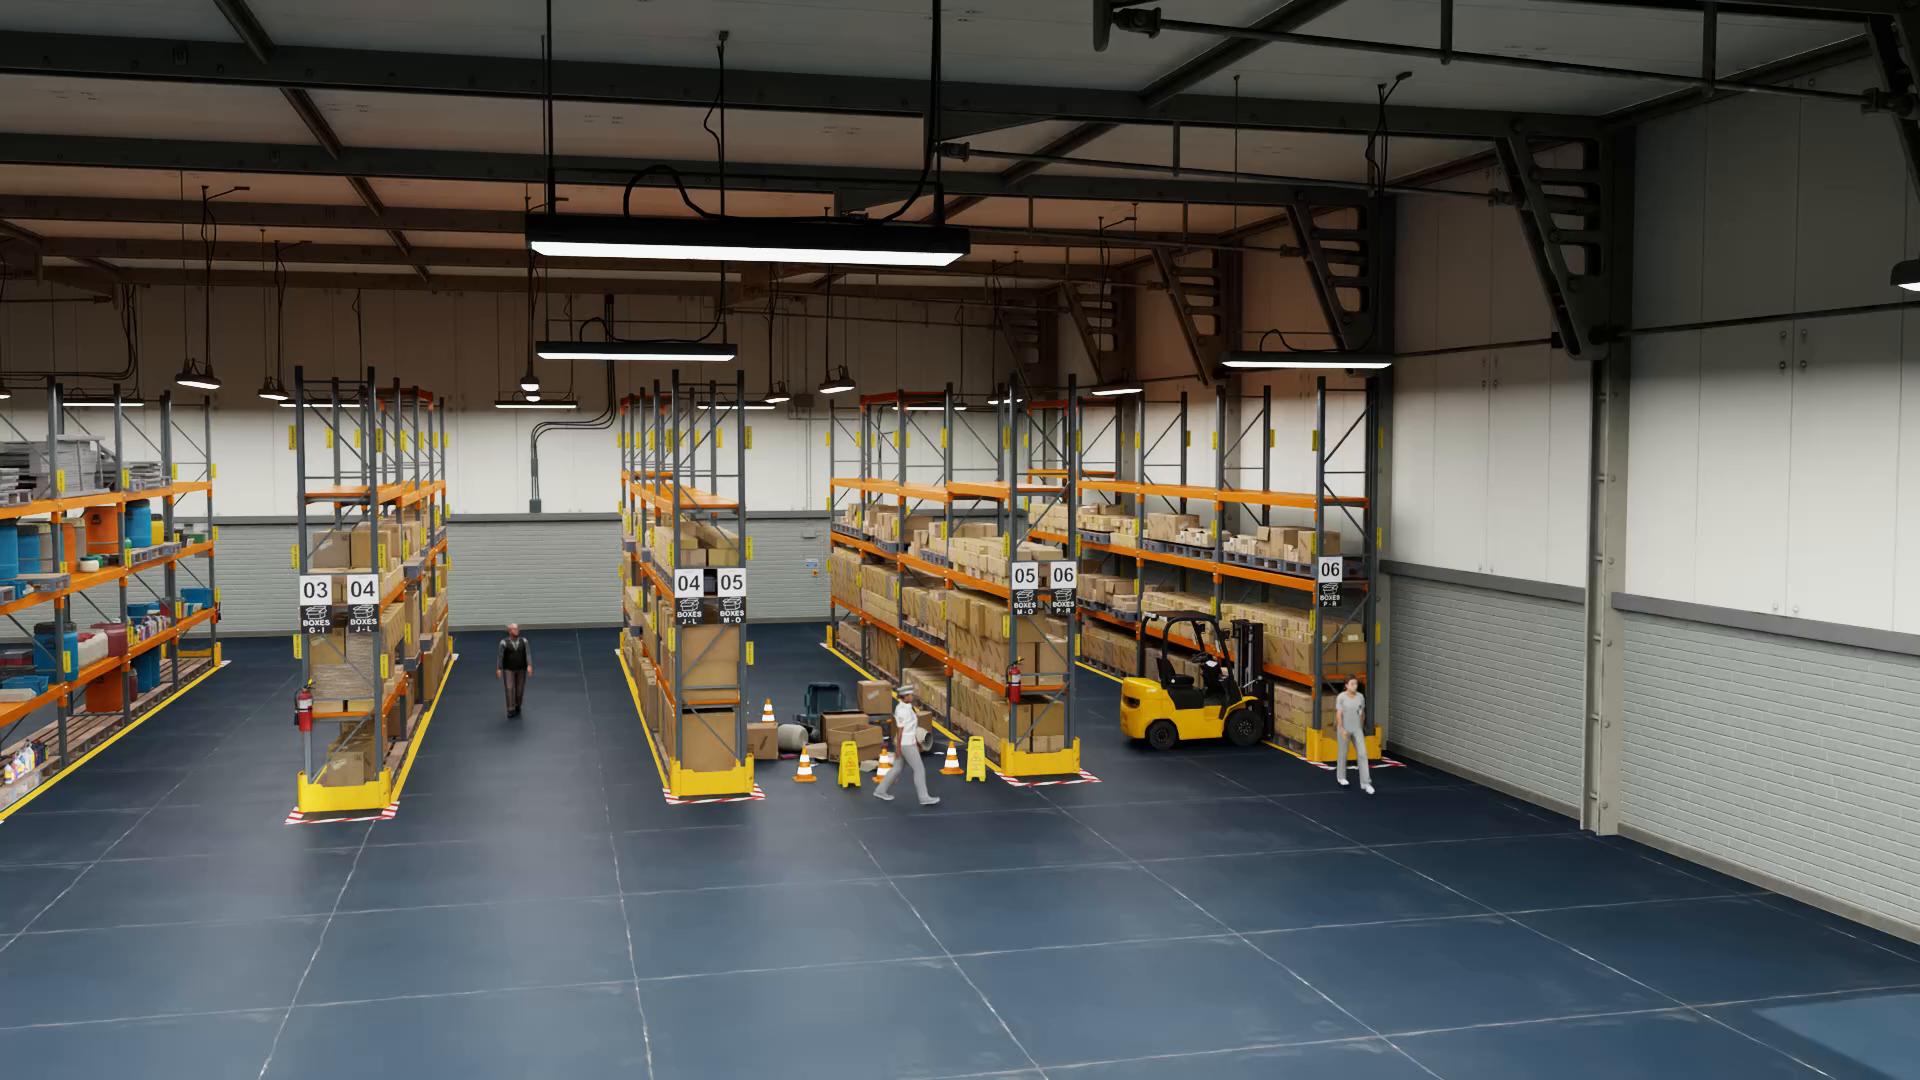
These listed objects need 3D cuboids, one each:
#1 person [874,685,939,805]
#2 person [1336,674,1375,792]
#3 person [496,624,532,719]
[{"bbox_3d":[-0.740,2.819,22.950,0.859,1.637,0.480,-1,3,-9],"label":"person"},{"bbox_3d":[5.609,2.742,23.783,0.463,1.629,0.940,0,3,0],"label":"person"},{"bbox_3d":[-8.061,2.356,30.066,0.606,1.650,1.082,-1,4,-23],"label":"person"}]
